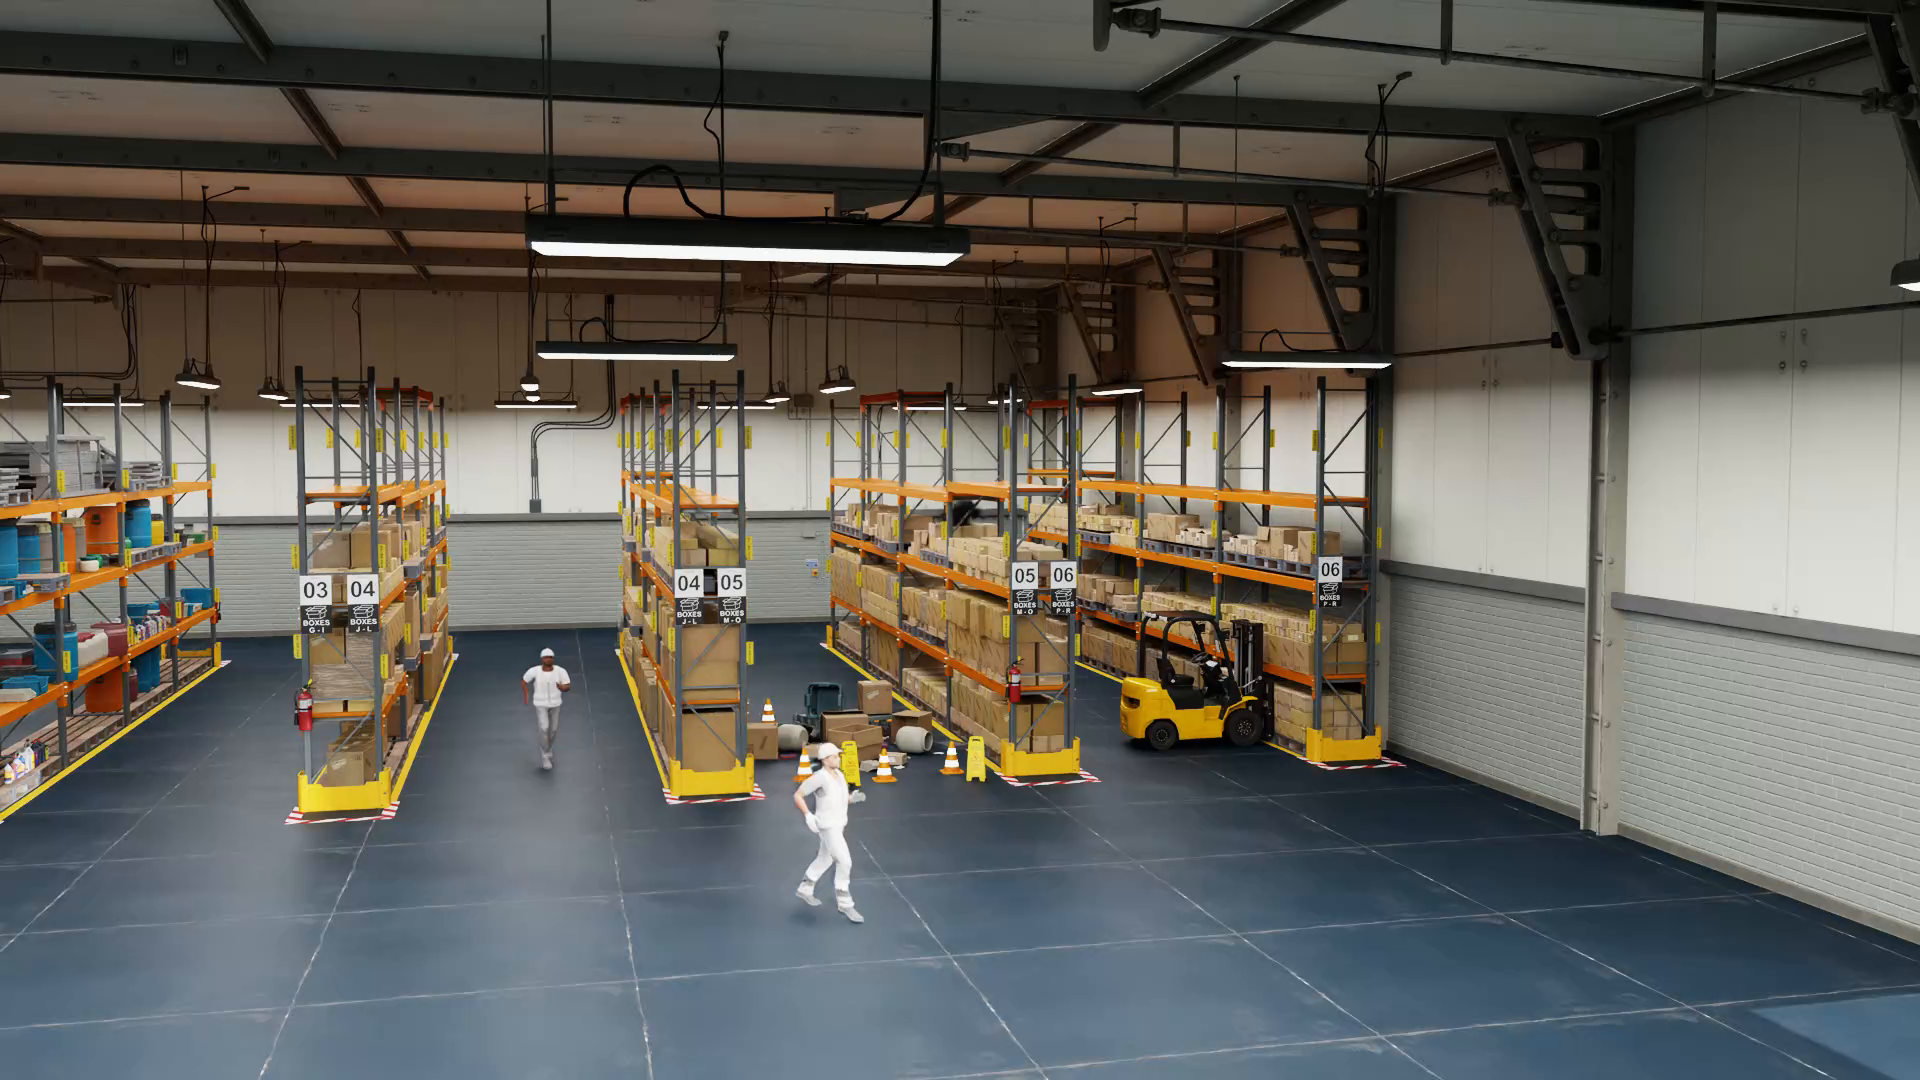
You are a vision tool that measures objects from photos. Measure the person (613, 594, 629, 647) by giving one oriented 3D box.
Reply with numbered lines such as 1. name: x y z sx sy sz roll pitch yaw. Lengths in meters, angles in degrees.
1. person: -8.031 1.740 40.299 0.711 1.773 0.776 -1 4 -18

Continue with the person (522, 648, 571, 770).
1. person: -6.361 2.570 25.660 0.682 1.803 0.879 -2 4 -27

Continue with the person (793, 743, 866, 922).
1. person: -1.379 3.050 17.489 0.837 1.838 0.649 1 4 19
